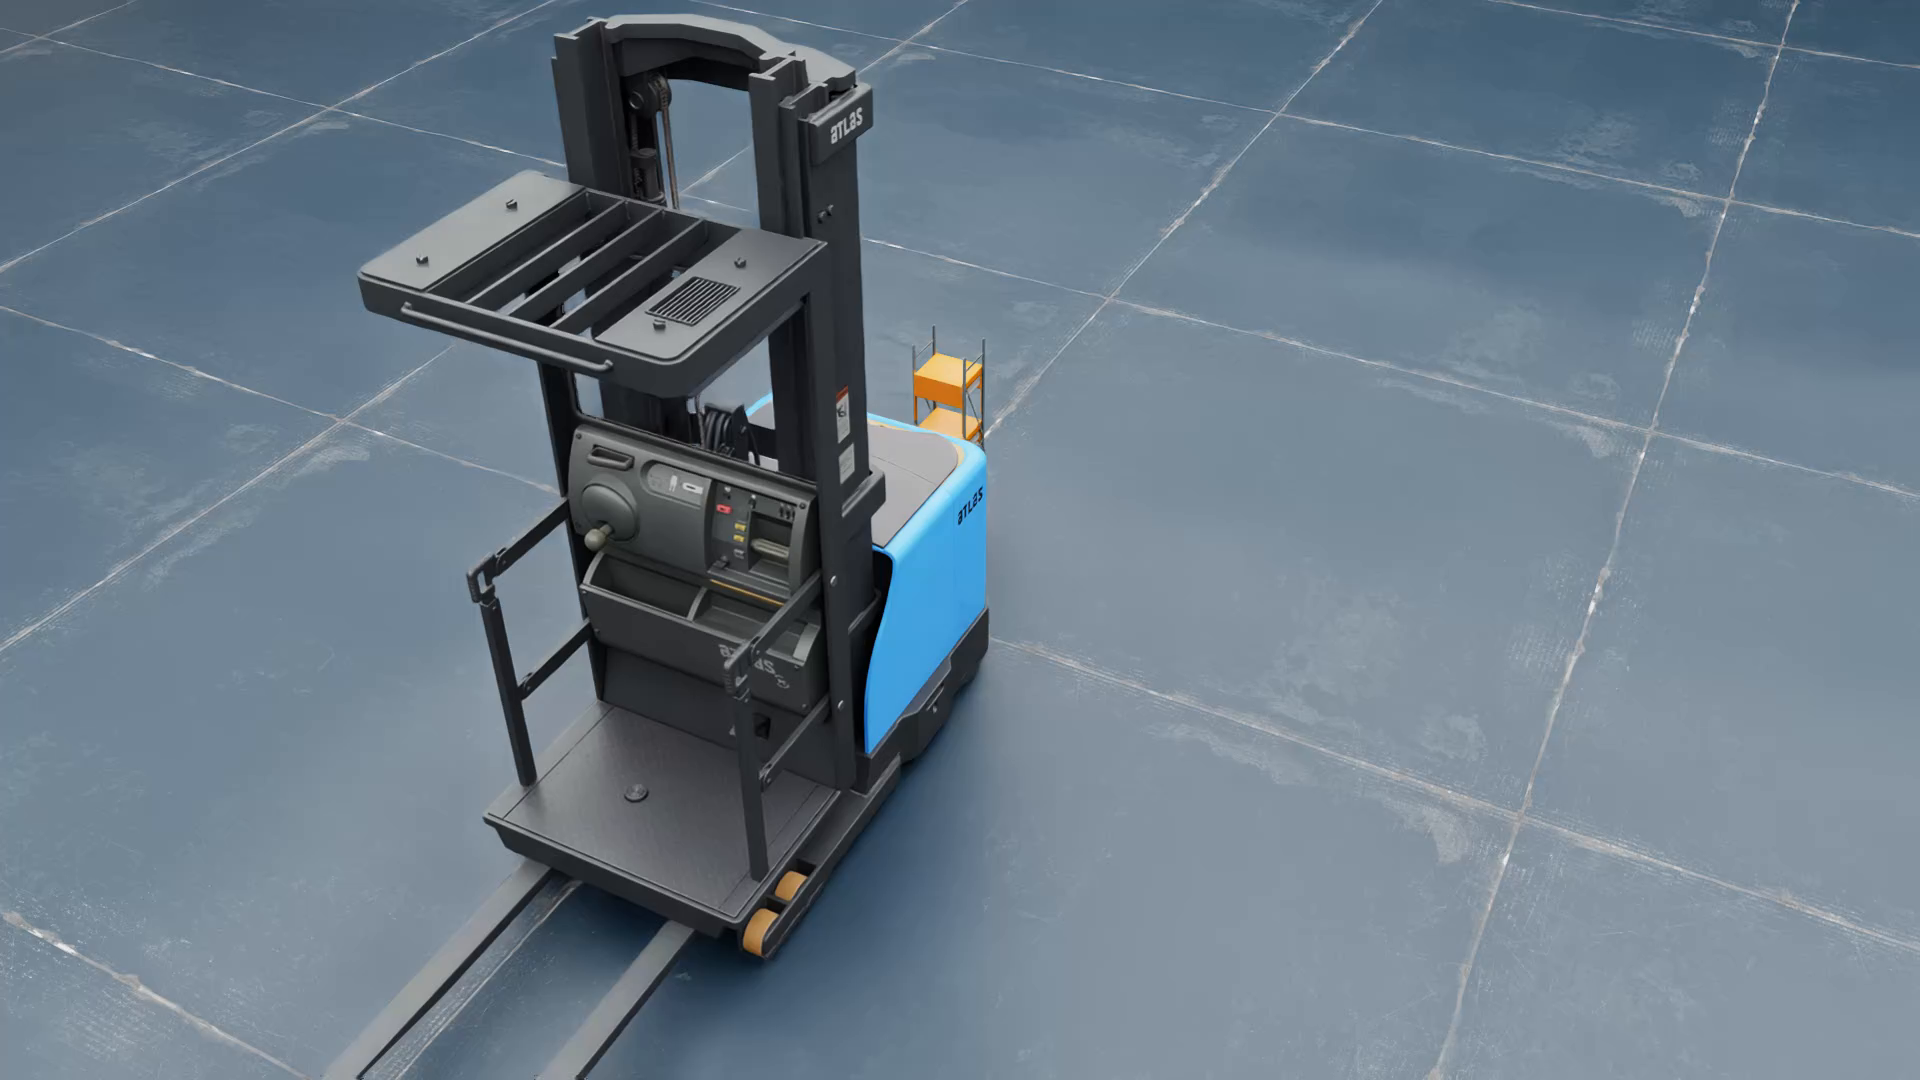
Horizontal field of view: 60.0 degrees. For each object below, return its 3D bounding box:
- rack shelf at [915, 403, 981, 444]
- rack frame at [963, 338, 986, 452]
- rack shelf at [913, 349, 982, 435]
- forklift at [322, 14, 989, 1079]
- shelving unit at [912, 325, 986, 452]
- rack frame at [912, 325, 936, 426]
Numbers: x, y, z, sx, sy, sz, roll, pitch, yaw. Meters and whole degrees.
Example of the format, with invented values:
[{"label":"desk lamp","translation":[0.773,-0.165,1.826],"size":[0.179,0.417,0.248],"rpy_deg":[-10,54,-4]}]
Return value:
[{"label":"rack shelf","translation":[-0.048,-0.425,7.459],"size":[0.240,0.259,0.215],"rpy_deg":[17,41,21]},{"label":"rack frame","translation":[0.061,-0.399,7.407],"size":[0.008,1.050,0.200],"rpy_deg":[17,41,21]},{"label":"rack shelf","translation":[-0.048,-0.651,7.287],"size":[0.240,0.259,0.215],"rpy_deg":[17,41,21]},{"label":"forklift","translation":[-0.999,-0.018,5.350],"size":[1.130,2.935,3.031],"rpy_deg":[17,40,21]},{"label":"shelving unit","translation":[-0.048,-0.433,7.452],"size":[0.252,1.050,0.215],"rpy_deg":[17,41,21]},{"label":"rack frame","translation":[-0.156,-0.467,7.497],"size":[0.008,1.050,0.200],"rpy_deg":[17,41,21]}]
